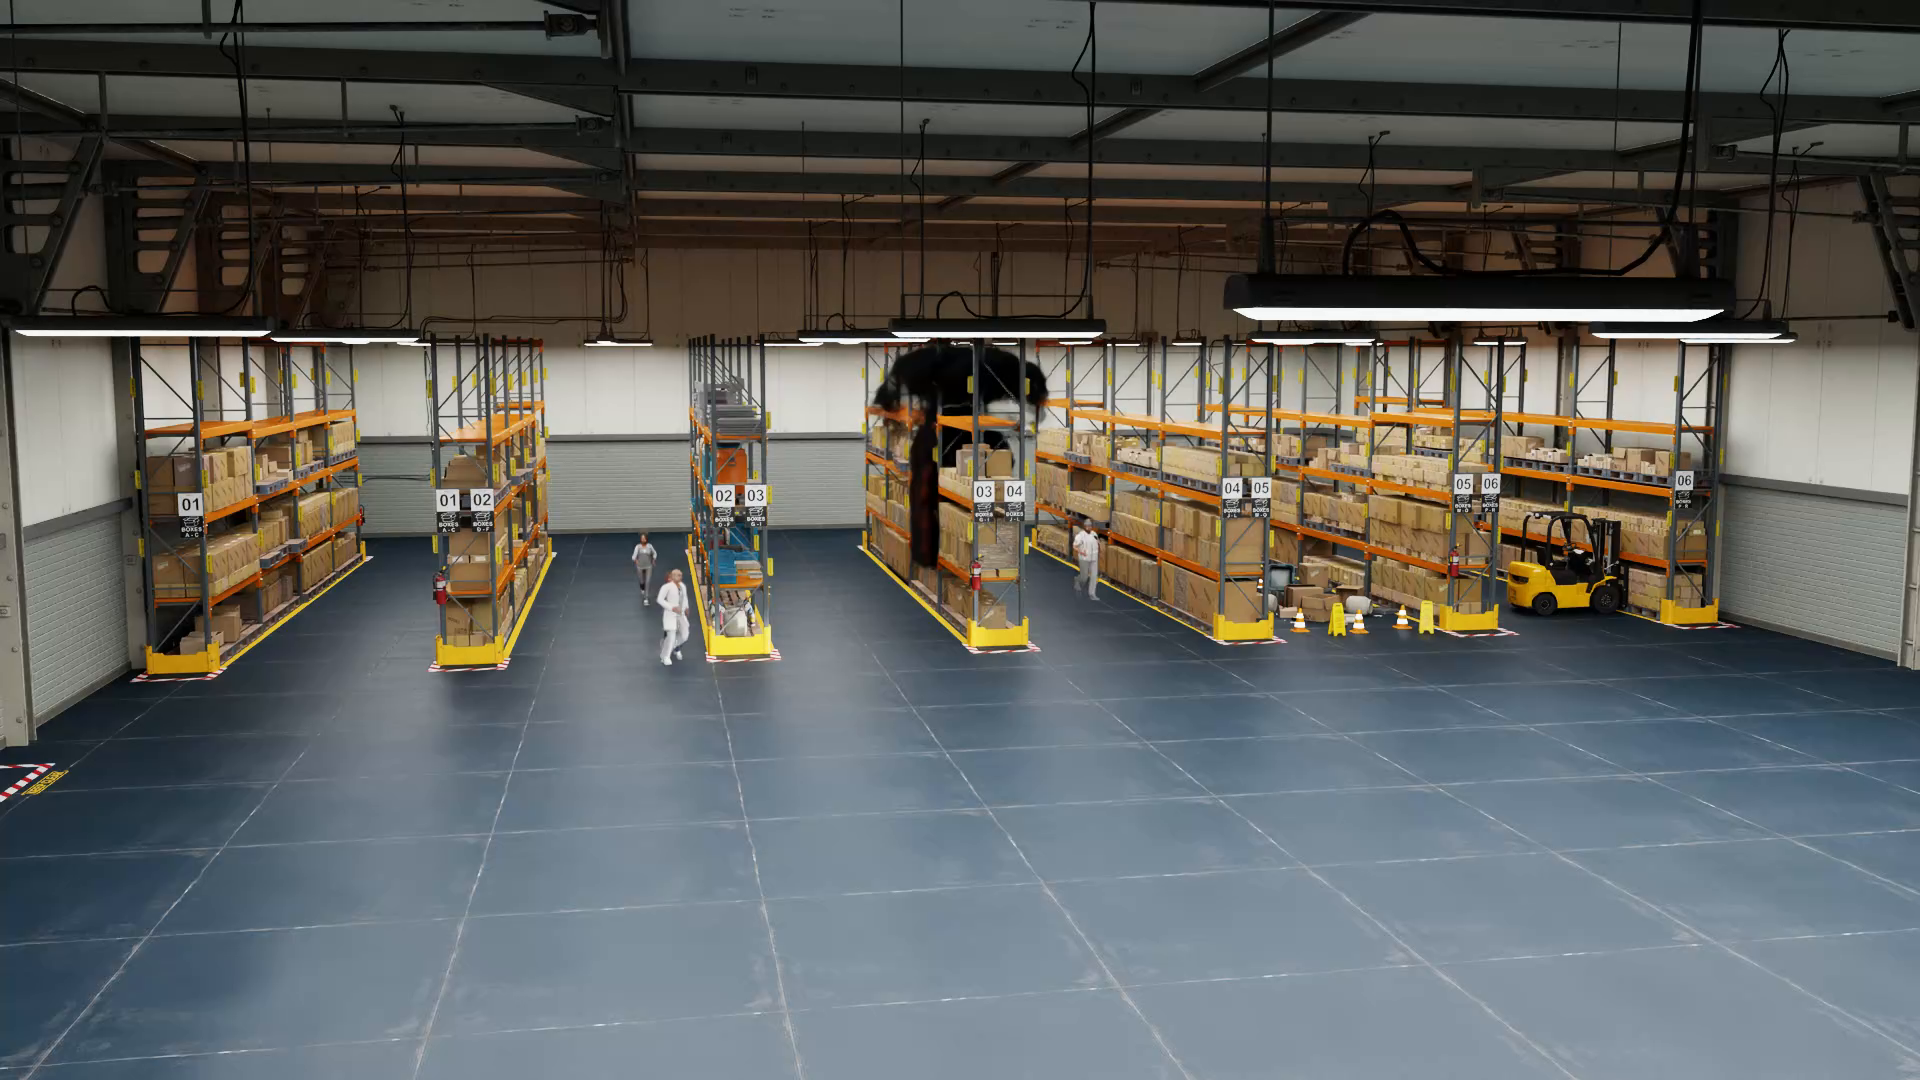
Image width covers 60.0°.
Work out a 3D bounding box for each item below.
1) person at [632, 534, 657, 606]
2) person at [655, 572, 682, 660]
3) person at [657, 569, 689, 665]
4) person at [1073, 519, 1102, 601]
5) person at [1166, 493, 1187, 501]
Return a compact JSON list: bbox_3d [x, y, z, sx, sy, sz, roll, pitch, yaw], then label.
[{"bbox_3d":[-7.107,0.655,37.514,0.546,1.573,0.813,-1,7,-10],"label":"person"},{"bbox_3d":[-5.411,1.381,31.043,0.564,1.612,0.838,-2,7,-21],"label":"person"},{"bbox_3d":[-5.194,1.395,30.420,0.564,1.715,0.813,5,8,39],"label":"person"},{"bbox_3d":[2.805,0.409,36.276,0.678,1.755,0.917,-2,7,-20],"label":"person"},{"bbox_3d":[6.540,-0.970,50.525,0.957,1.770,0.651,-1,7,-12],"label":"person"}]
